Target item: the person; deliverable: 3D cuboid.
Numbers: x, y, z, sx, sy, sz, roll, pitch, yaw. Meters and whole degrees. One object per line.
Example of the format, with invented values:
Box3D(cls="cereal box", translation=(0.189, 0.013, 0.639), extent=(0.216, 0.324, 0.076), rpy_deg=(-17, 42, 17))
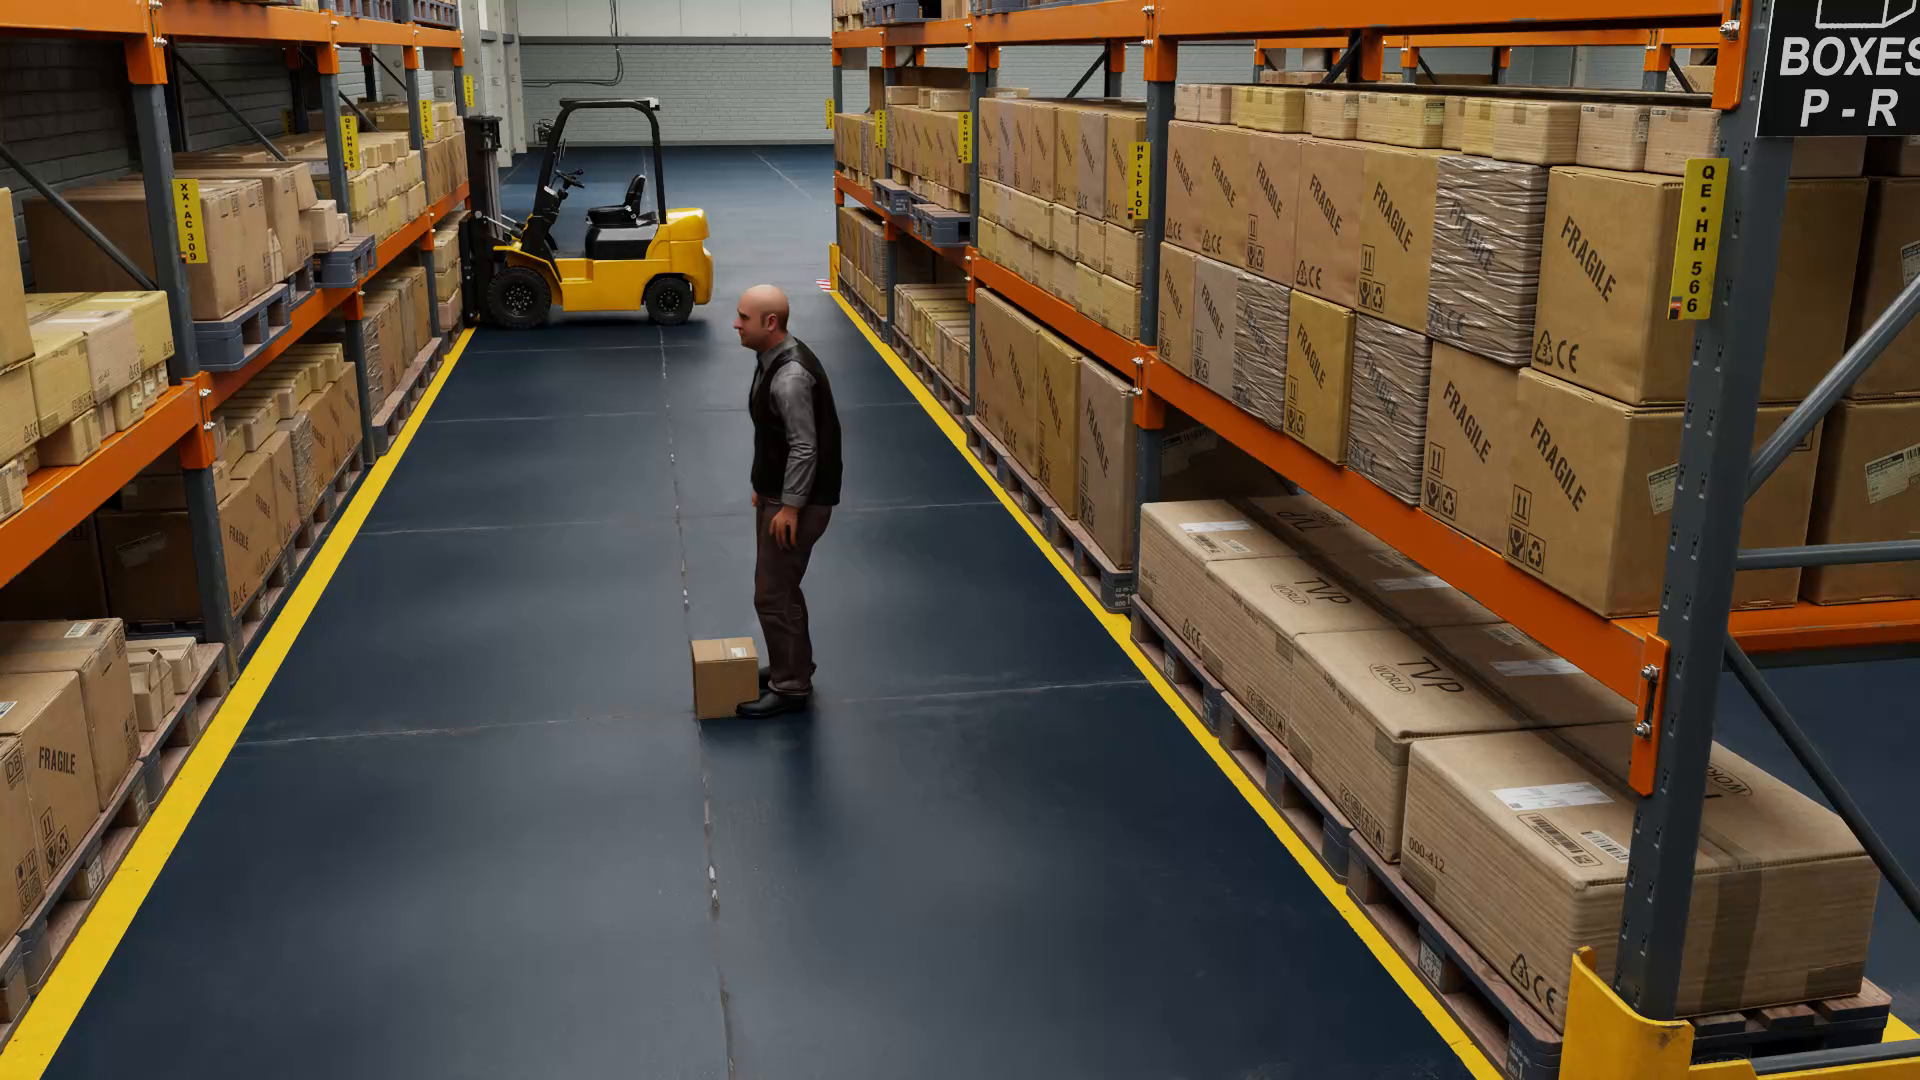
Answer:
Box3D(cls="person", translation=(-0.705, -0.158, 6.618), extent=(0.469, 1.721, 0.594), rpy_deg=(-4, 17, -14))
